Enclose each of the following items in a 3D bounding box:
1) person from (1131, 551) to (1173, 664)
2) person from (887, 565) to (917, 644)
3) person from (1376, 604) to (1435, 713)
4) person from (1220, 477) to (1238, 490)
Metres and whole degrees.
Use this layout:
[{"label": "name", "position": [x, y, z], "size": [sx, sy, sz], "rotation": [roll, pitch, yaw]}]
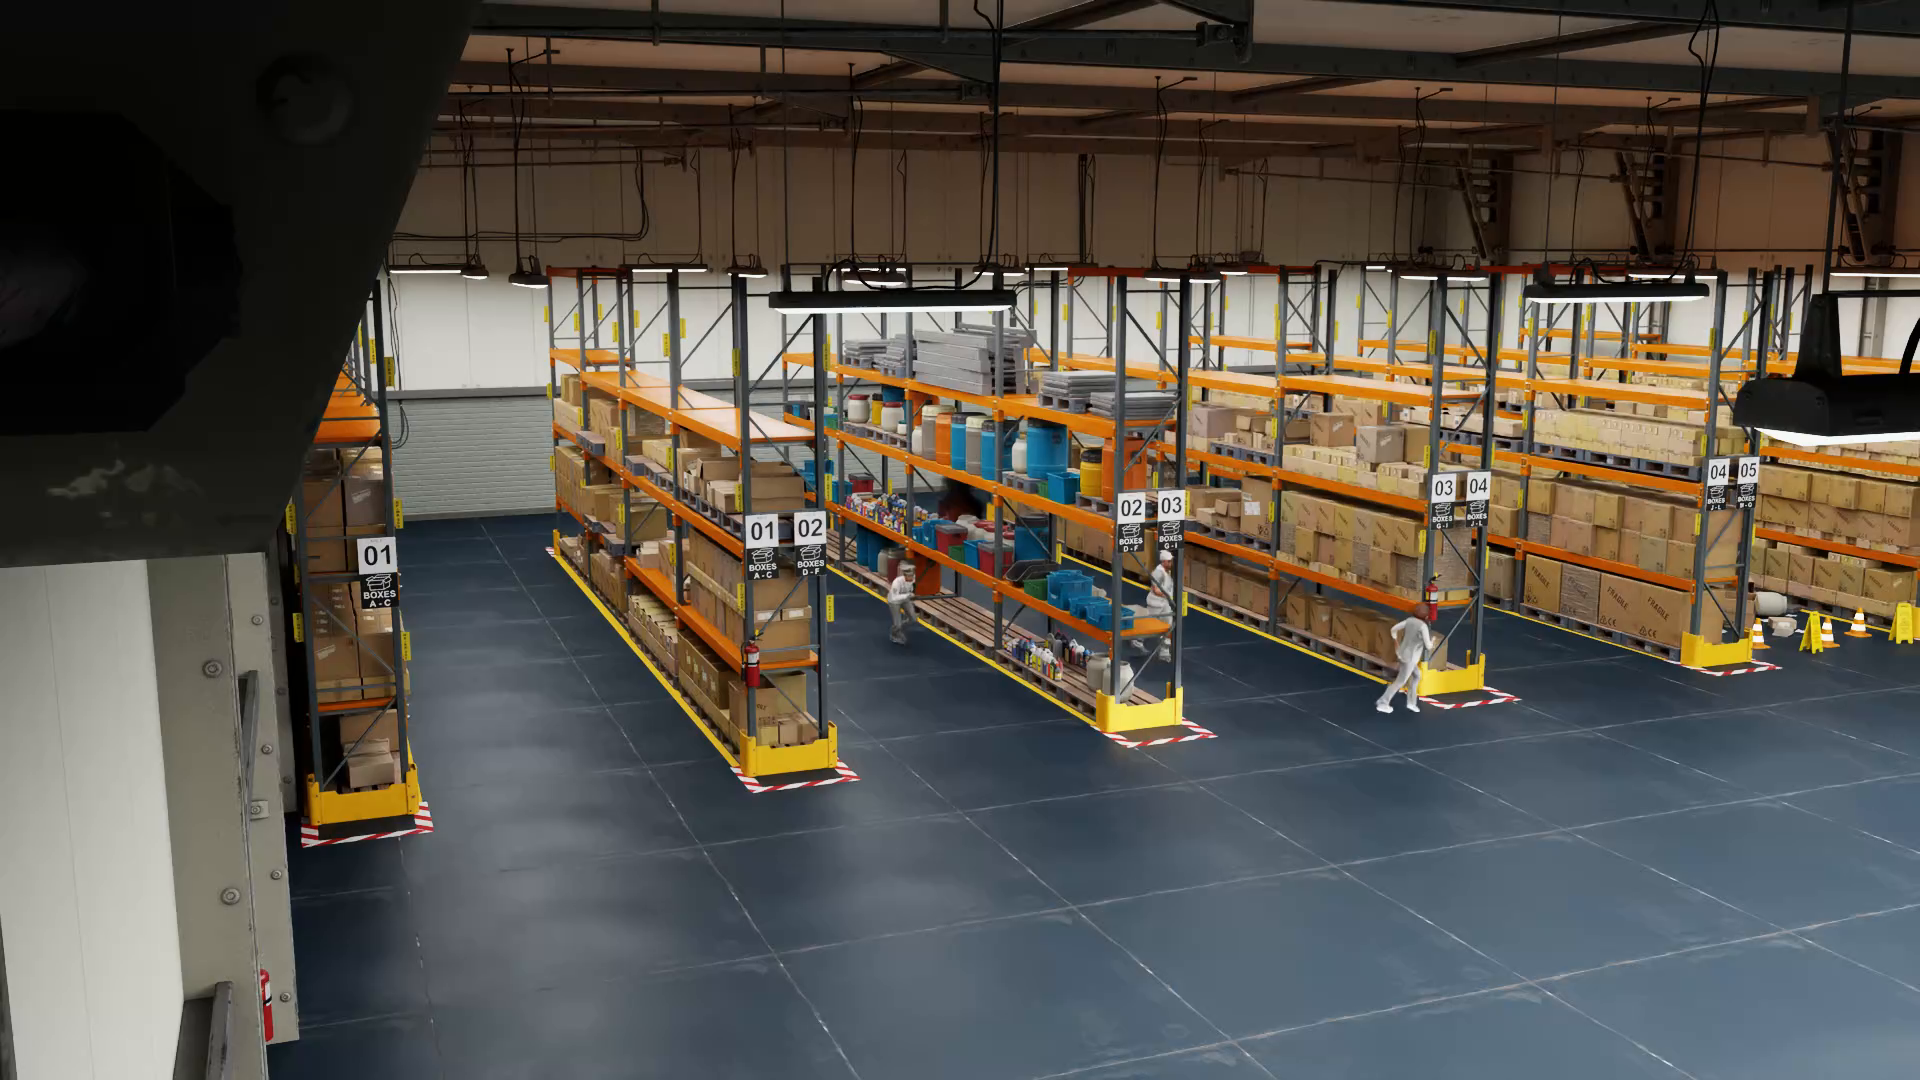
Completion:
[{"label": "person", "position": [2.989, 1.014, 25.725], "size": [0.856, 1.765, 0.620], "rotation": [7, 12, 35]}, {"label": "person", "position": [-0.922, 1.032, 26.678], "size": [0.580, 1.383, 0.941], "rotation": [-6, 12, -32]}, {"label": "person", "position": [6.109, 1.644, 22.708], "size": [0.843, 1.571, 0.531], "rotation": [-2, 10, -12]}, {"label": "person", "position": [6.670, -1.669, 41.331], "size": [0.648, 1.720, 0.711], "rotation": [1, 10, 5]}]
